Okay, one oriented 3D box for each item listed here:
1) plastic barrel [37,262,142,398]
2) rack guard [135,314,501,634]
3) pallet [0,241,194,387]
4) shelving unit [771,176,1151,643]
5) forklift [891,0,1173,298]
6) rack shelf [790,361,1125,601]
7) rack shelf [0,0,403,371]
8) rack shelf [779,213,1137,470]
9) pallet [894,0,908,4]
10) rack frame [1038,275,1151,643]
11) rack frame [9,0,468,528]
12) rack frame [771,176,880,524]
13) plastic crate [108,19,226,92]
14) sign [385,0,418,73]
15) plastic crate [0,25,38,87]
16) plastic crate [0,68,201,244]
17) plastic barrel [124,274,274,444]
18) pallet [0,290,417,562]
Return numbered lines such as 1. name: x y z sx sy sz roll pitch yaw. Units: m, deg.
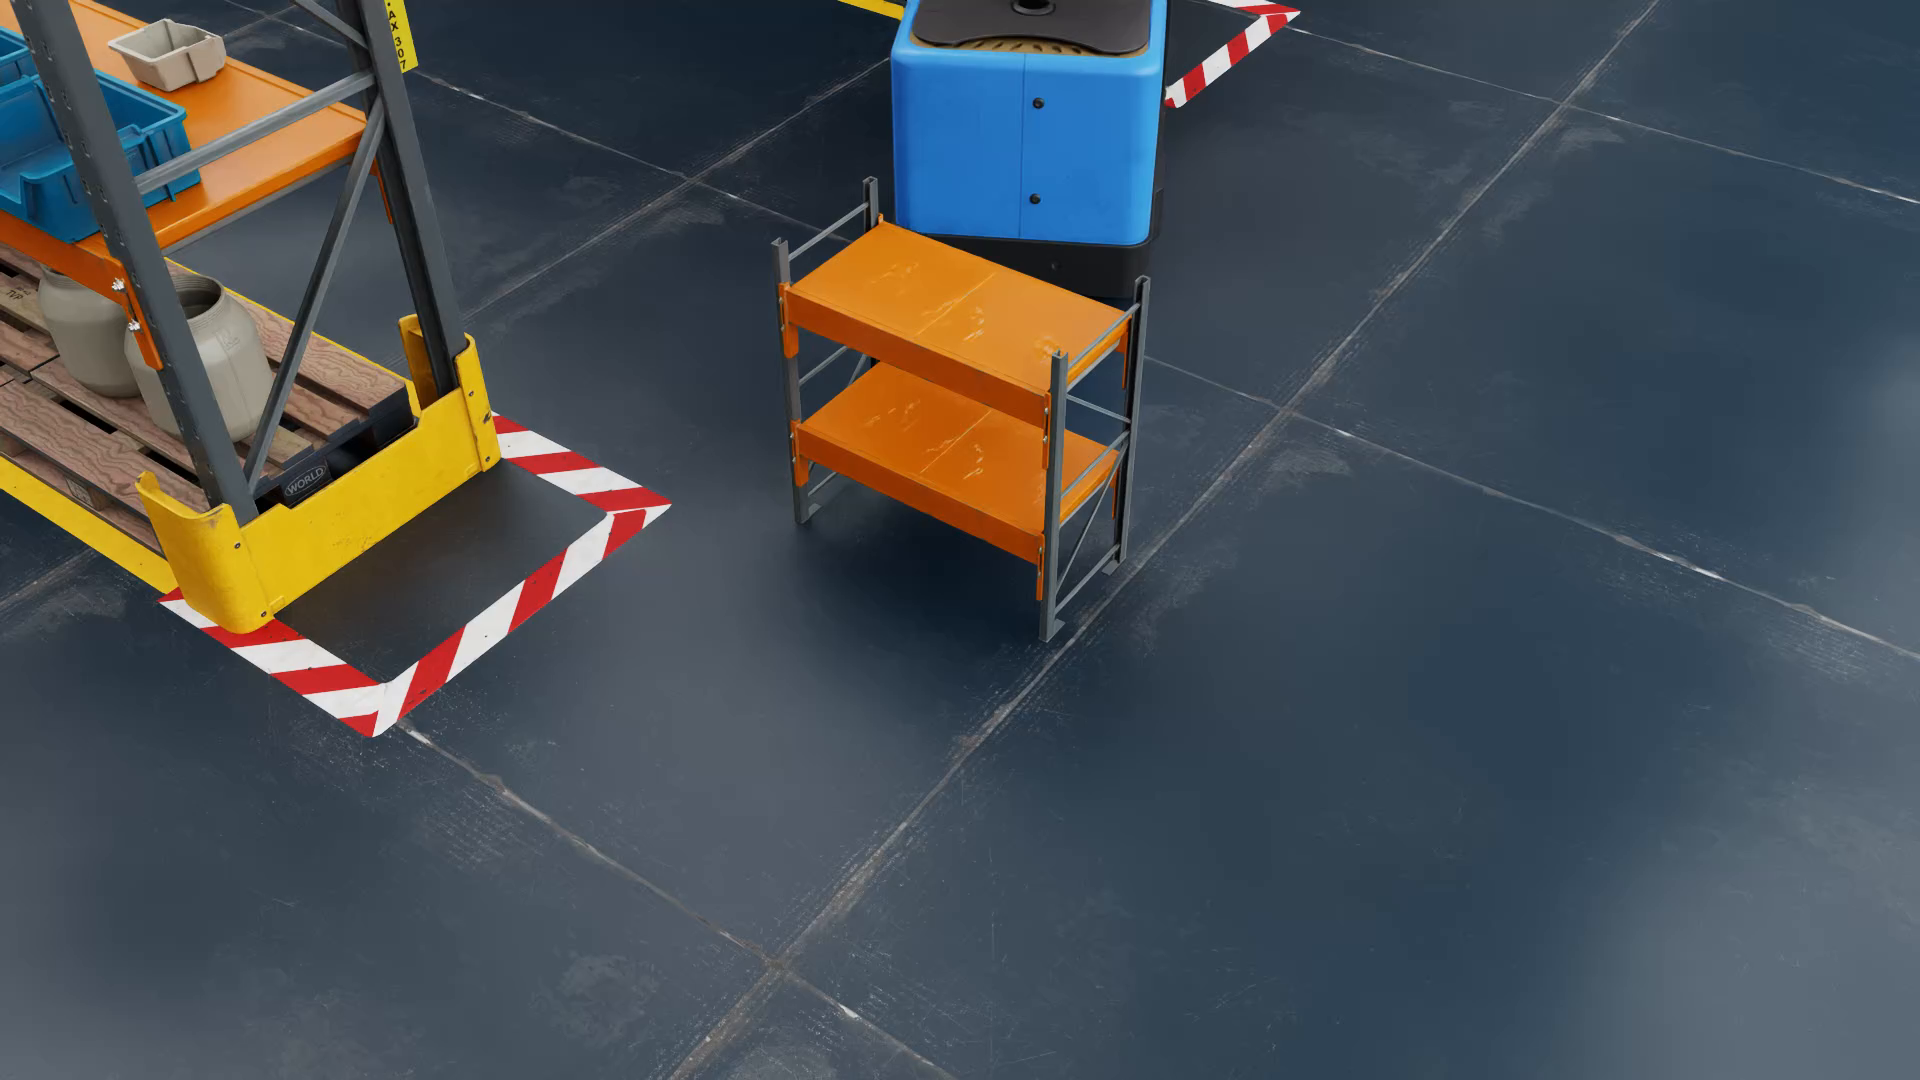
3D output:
1. plastic barrel: -3.035 -0.807 5.953 0.421 0.512 0.421 0 42 0
2. rack guard: -2.132 -0.248 5.652 0.348 0.500 1.175 25 48 25
3. pallet: -3.788 -0.921 6.621 1.213 0.211 1.003 25 48 25
4. shelving unit: -0.006 -0.422 5.378 1.048 1.125 0.538 25 48 25
5. forklift: 0.409 -3.052 6.963 1.130 2.935 3.031 4 42 5
6. rack shelf: -0.006 -0.240 5.541 1.000 0.278 0.538 25 48 25
7. rack shelf: -3.680 -1.673 5.910 4.000 0.370 1.077 25 48 25
8. rack shelf: -0.006 -0.640 5.183 1.000 0.278 0.538 25 48 25
9. pallet: 0.095 -3.200 9.168 1.213 0.211 1.003 25 48 25
10. rack frame: 0.411 -0.227 5.160 0.032 1.125 0.500 25 48 25
11. rack frame: -2.042 -1.176 4.814 0.127 3.000 1.000 25 48 25
12. rack frame: -0.422 -0.616 5.595 0.032 1.125 0.500 25 48 25
13. plastic crate: -2.590 -1.596 5.482 0.250 0.136 0.298 25 48 25
14. sign: -1.723 -1.577 5.056 0.005 0.325 0.100 25 48 25
15. plastic crate: -3.152 -1.400 5.177 0.408 0.251 0.499 25 48 25
16. plastic crate: -2.624 -1.148 4.896 0.616 0.251 0.499 25 48 25
17. plastic barrel: -2.625 -0.615 5.739 0.421 0.512 0.421 0 42 0
18. pallet: -2.794 -0.454 6.099 1.213 0.211 1.003 25 48 25
